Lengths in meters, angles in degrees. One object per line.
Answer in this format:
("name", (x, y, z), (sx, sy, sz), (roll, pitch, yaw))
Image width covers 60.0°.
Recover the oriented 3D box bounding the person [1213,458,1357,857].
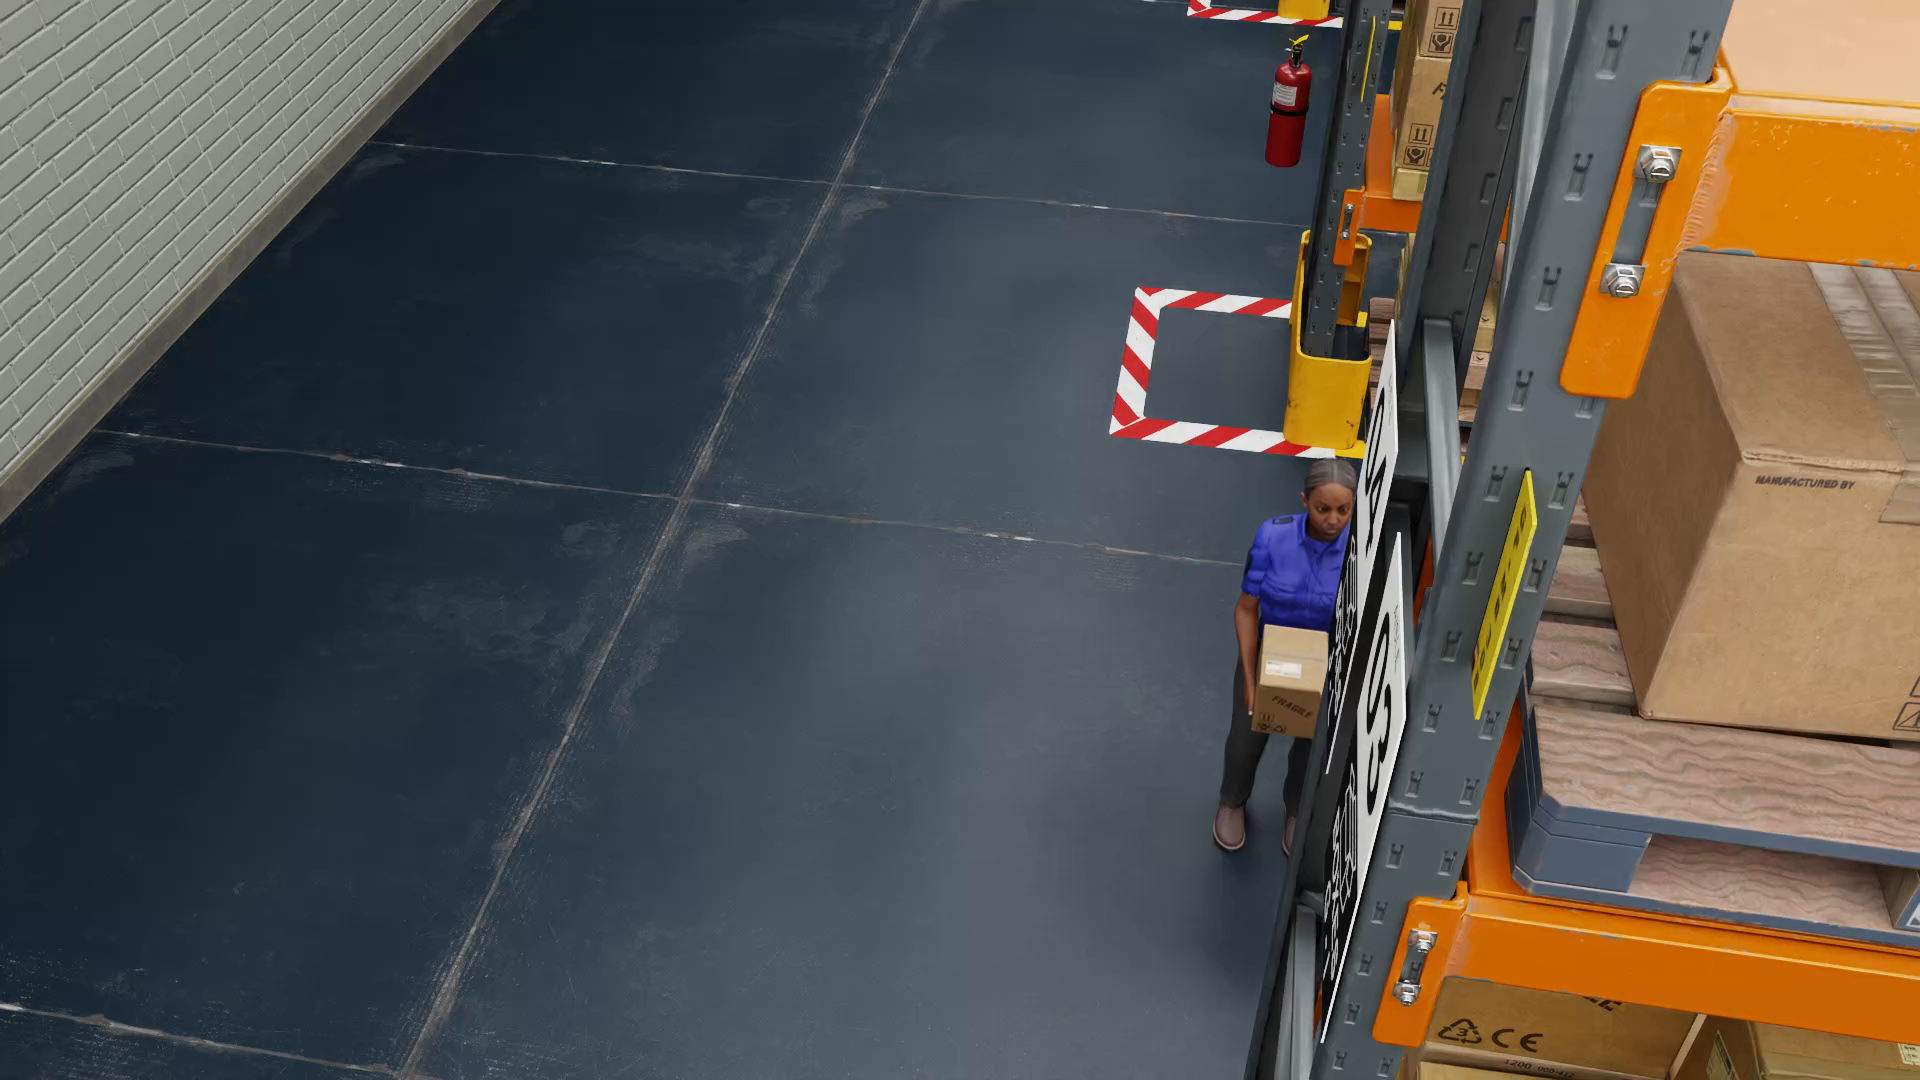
("person", (1.124, 0.477, 5.616), (0.450, 1.646, 0.523), (7, 41, 8))
